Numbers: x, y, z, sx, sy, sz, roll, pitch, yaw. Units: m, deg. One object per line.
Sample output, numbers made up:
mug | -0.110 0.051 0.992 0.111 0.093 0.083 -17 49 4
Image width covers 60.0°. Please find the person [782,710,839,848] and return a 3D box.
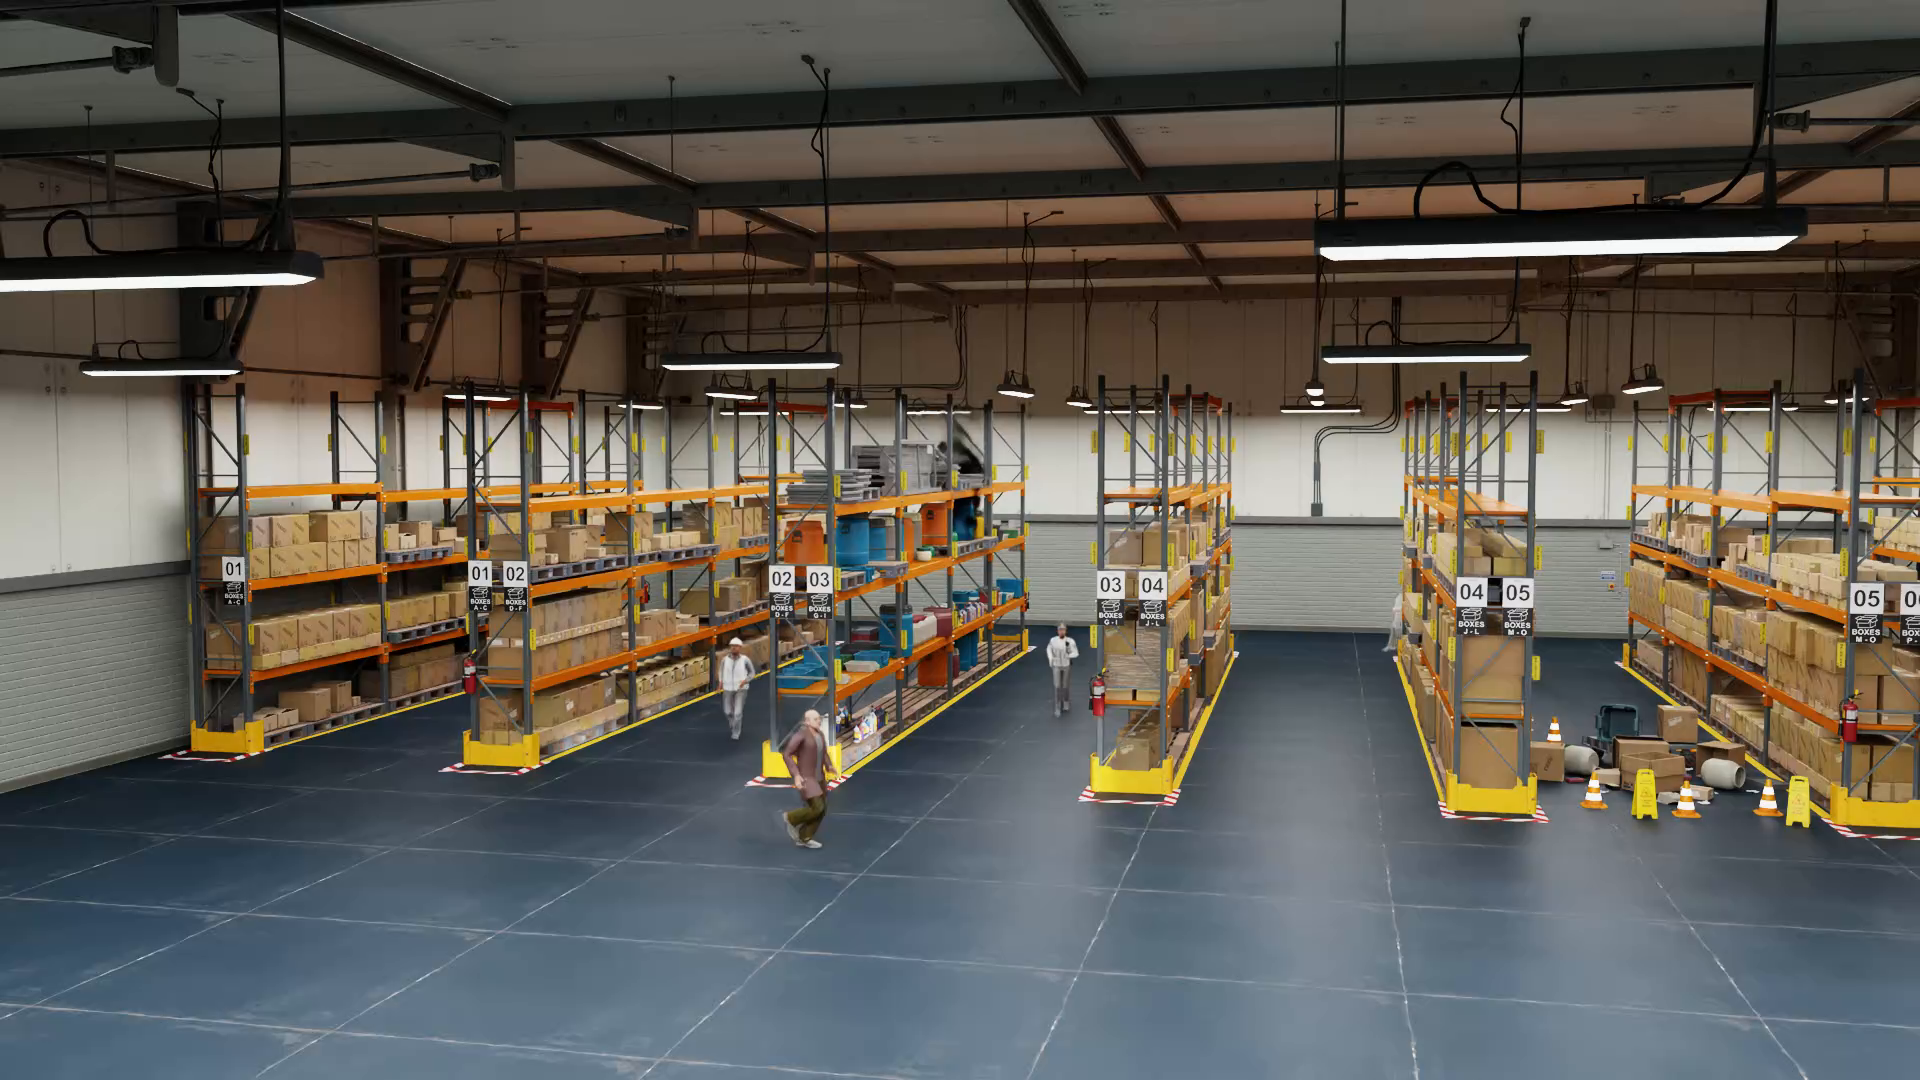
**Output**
person | -1.847 2.963 20.605 0.671 1.726 0.696 2 4 33

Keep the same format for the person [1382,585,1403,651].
person | 10.499 1.862 39.831 0.890 1.727 0.795 1 4 24

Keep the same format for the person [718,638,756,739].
person | -3.818 2.534 28.318 0.672 1.728 0.573 0 3 5

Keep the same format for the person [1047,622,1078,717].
person | 1.901 2.385 30.948 0.608 1.729 0.754 1 3 10
